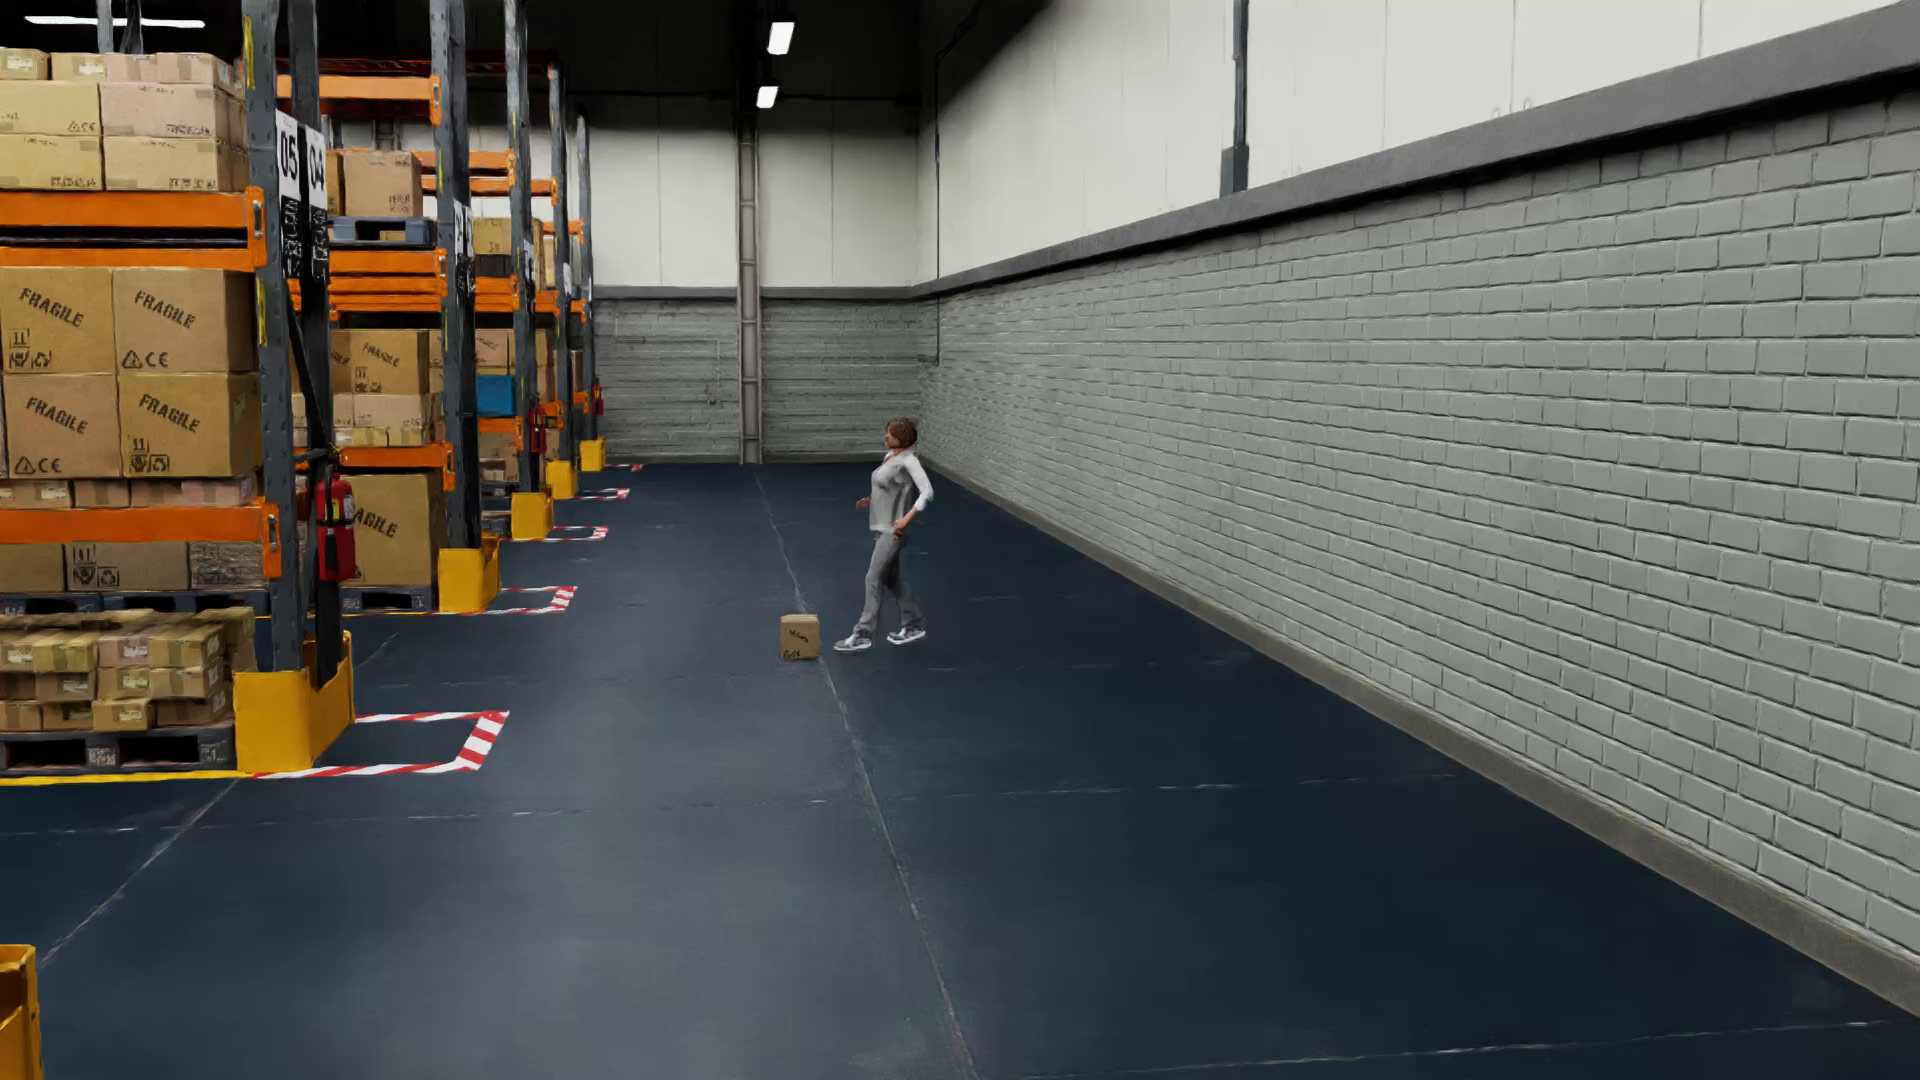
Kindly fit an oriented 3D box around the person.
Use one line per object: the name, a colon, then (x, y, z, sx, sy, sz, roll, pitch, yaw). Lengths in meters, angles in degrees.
person: (-0.567, -0.046, 11.308, 0.712, 1.570, 0.585, -3, 7, -21)
